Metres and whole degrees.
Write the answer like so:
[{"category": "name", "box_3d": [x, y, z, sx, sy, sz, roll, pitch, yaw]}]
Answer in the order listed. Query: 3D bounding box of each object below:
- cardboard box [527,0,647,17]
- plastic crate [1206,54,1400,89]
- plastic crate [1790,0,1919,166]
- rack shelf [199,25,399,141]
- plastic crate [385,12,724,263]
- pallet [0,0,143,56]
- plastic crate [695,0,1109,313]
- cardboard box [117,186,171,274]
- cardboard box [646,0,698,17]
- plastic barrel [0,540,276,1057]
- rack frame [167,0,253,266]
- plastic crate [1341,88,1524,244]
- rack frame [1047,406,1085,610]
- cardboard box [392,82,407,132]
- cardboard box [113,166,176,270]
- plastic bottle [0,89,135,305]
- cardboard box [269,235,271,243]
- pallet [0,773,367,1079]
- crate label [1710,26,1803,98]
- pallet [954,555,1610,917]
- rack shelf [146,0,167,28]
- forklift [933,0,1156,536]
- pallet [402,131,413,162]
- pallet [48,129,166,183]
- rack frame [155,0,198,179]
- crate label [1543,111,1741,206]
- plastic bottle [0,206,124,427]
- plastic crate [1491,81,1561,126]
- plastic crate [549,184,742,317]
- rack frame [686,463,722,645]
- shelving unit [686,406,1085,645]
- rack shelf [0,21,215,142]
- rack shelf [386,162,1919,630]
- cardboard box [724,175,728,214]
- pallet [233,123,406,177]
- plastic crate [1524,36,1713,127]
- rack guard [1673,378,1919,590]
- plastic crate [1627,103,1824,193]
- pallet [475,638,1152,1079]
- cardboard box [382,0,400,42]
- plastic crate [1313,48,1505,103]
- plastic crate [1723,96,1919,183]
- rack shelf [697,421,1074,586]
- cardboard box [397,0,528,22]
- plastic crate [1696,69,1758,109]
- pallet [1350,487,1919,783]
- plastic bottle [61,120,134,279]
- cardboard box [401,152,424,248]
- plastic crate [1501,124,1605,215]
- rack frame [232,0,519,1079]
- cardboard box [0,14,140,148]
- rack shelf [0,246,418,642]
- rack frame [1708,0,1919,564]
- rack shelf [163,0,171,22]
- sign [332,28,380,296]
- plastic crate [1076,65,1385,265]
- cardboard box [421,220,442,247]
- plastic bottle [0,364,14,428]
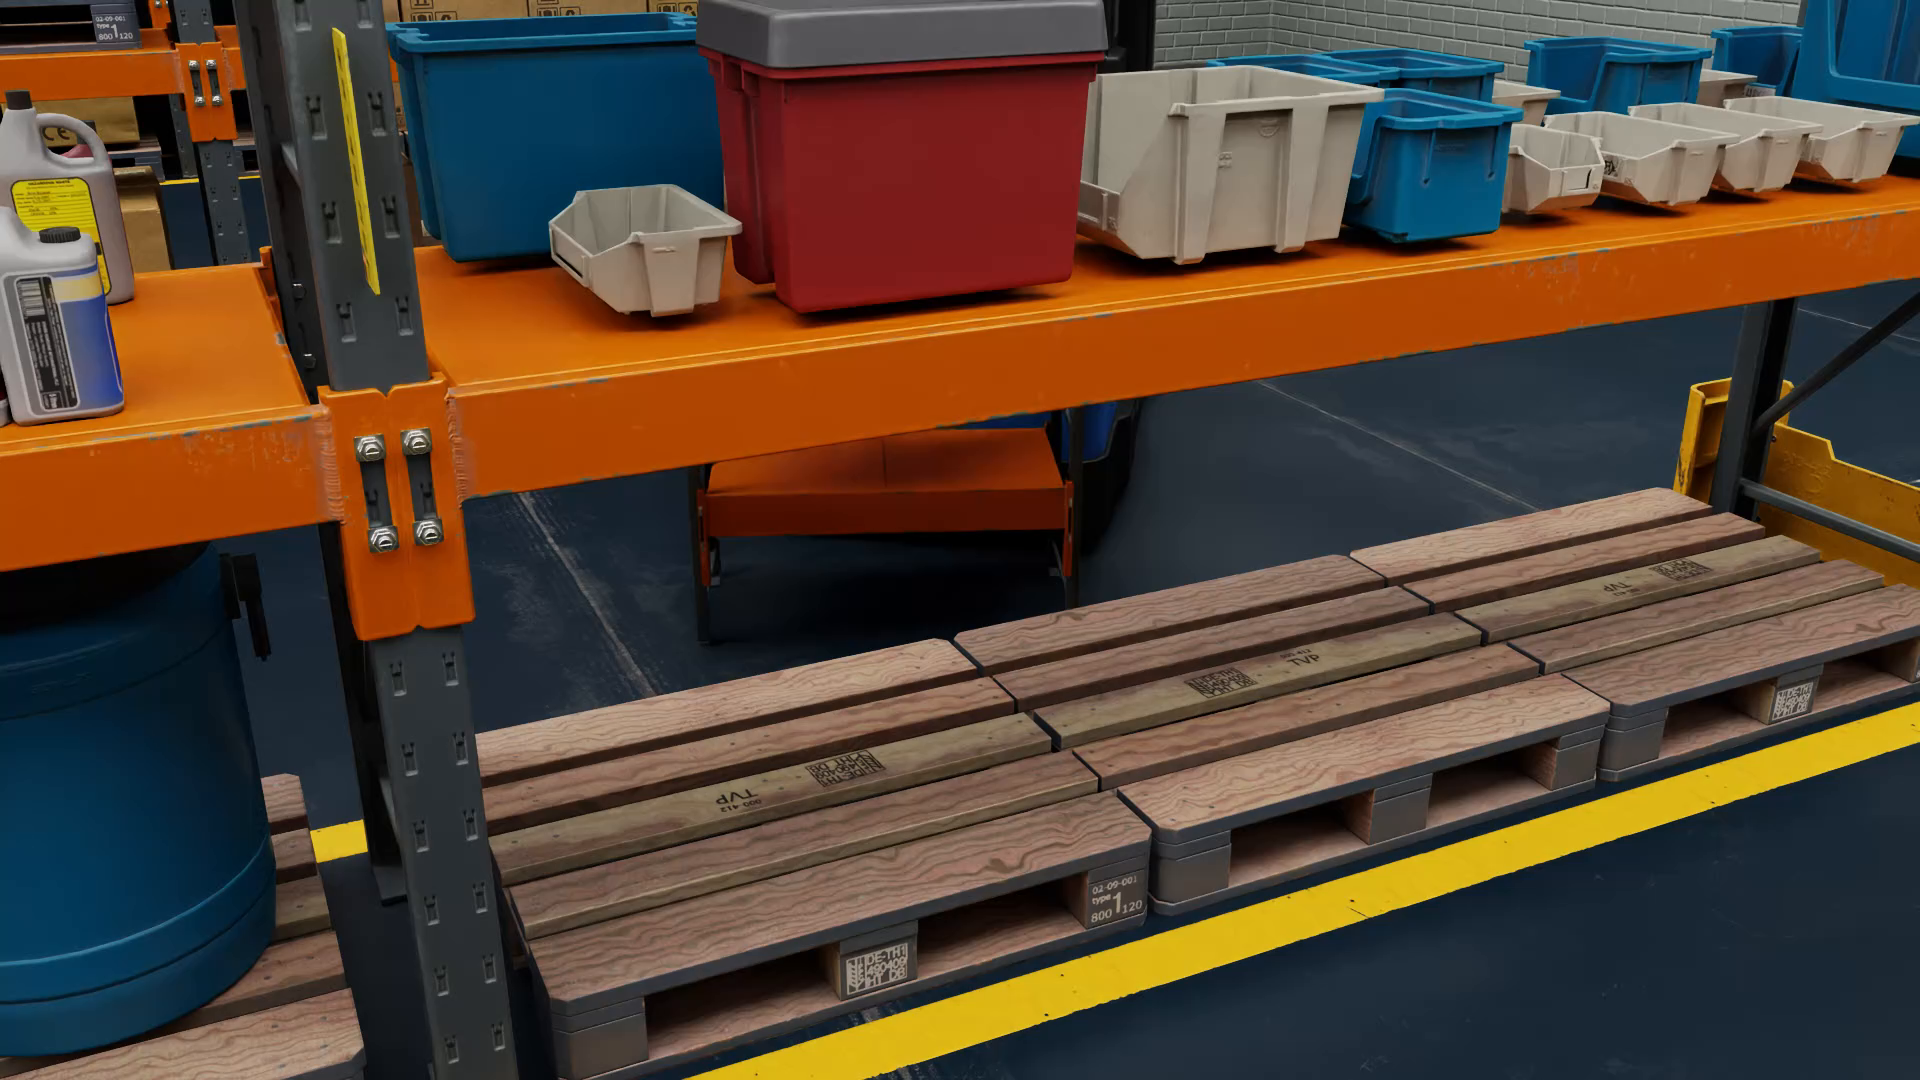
[{"category": "cardboard box", "box_3d": [-1.668, -2.459, 7.137, 0.500, 0.500, 0.500, -11, 25, -24]}, {"category": "plastic crate", "box_3d": [0.770, -0.964, 3.797, 0.300, 0.233, 0.416, -10, 25, -24]}, {"category": "plastic crate", "box_3d": [2.371, -1.133, 3.942, 0.499, 0.435, 0.616, -10, 25, -24]}, {"category": "rack shelf", "box_3d": [-1.355, -2.253, 7.711, 4.000, 0.370, 1.077, -10, 25, -24]}, {"category": "plastic crate", "box_3d": [-0.740, -0.761, 3.109, 0.575, 0.384, 0.392, -10, 25, -24]}, {"category": "pallet", "box_3d": [-3.925, -2.070, 6.579, 1.213, 0.211, 1.003, -10, 25, -24]}, {"category": "plastic crate", "box_3d": [-0.099, -0.665, 2.772, 0.583, 0.464, 0.402, -10, 25, -24]}, {"category": "cardboard box", "box_3d": [-3.478, -1.121, 6.730, 0.500, 0.500, 0.500, -11, 25, -24]}, {"category": "cardboard box", "box_3d": [-1.210, -2.543, 7.342, 0.500, 0.500, 0.500, -11, 25, -24]}, {"category": "plastic barrel", "box_3d": [-1.510, 0.314, 2.764, 0.708, 0.901, 0.600, -10, 25, -24]}, {"category": "rack frame", "box_3d": [-3.157, -2.254, 6.772, 0.127, 3.000, 1.000, -10, 25, -24]}, {"category": "plastic crate", "box_3d": [0.853, -0.731, 3.234, 0.300, 0.233, 0.416, -10, 25, -24]}, {"category": "rack frame", "box_3d": [0.296, -0.352, 4.629, 0.032, 1.125, 0.500, -1, 23, -3]}, {"category": "cardboard box", "box_3d": [-4.137, -3.170, 11.705, 0.500, 0.500, 0.700, -11, 25, -24]}, {"category": "cardboard box", "box_3d": [-3.699, -1.306, 7.175, 0.500, 0.500, 0.500, -12, 25, -26]}, {"category": "plastic bottle", "box_3d": [-1.506, -0.570, 2.769, 0.185, 0.351, 0.144, -10, 25, -24]}, {"category": "cardboard box", "box_3d": [-2.685, -1.210, 7.190, 0.500, 0.311, 0.500, -10, 25, -24]}, {"category": "pallet", "box_3d": [-1.726, 0.856, 2.906, 1.213, 0.211, 1.003, -10, 25, -24]}, {"category": "crate label", "box_3d": [2.227, -1.232, 4.445, 0.303, 0.233, 0.416, -10, 25, -24]}, {"category": "pallet", "box_3d": [0.734, 0.403, 4.000, 1.213, 0.211, 1.003, -10, 25, -24]}, {"category": "rack shelf", "box_3d": [-7.111, -3.296, 10.231, 4.000, 0.370, 1.077, -10, 25, -24]}, {"category": "forklift", "box_3d": [0.175, -1.896, 5.999, 1.130, 2.935, 3.031, 4, 23, 9]}, {"category": "pallet", "box_3d": [-3.489, -2.975, 12.160, 1.213, 0.211, 1.003, -10, 25, -24]}, {"category": "pallet", "box_3d": [-5.972, -2.518, 11.056, 1.213, 0.211, 1.003, -10, 25, -24]}, {"category": "rack frame", "box_3d": [-5.309, -3.960, 10.895, 0.127, 3.000, 1.000, -10, 25, -24]}, {"category": "crate label", "box_3d": [1.428, -0.820, 3.575, 0.243, 0.136, 0.396, -10, 25, -24]}, {"category": "plastic bottle", "box_3d": [-1.227, -0.312, 2.243, 0.135, 0.276, 0.152, -10, 25, -24]}, {"category": "plastic crate", "box_3d": [1.291, -1.051, 4.132, 0.298, 0.136, 0.250, -10, 25, -24]}, {"category": "plastic crate", "box_3d": [-0.531, -0.480, 2.753, 0.243, 0.136, 0.396, -10, 25, -24]}, {"category": "rack frame", "box_3d": [-0.718, -0.327, 4.569, 0.032, 1.125, 0.500, -1, 23, -3]}, {"category": "shelving unit", "box_3d": [-0.211, -0.339, 4.599, 1.048, 1.125, 0.538, -1, 23, -3]}, {"category": "rack shelf", "box_3d": [-4.959, -1.589, 6.108, 4.000, 0.370, 1.077, -10, 25, -24]}, {"category": "rack shelf", "box_3d": [0.790, -0.545, 3.586, 4.000, 0.370, 1.077, -10, 25, -24]}, {"category": "cardboard box", "box_3d": [-1.467, -1.617, 7.923, 0.637, 0.503, 0.797, -10, 25, -24]}, {"category": "pallet", "box_3d": [-4.590, -2.771, 11.668, 1.213, 0.211, 1.003, -10, 25, -24]}, {"category": "plastic crate", "box_3d": [1.634, -1.123, 4.182, 0.300, 0.233, 0.416, -10, 25, -24]}, {"category": "rack guard", "box_3d": [2.608, -0.063, 4.748, 0.348, 0.500, 1.175, -10, 25, -24]}, {"category": "plastic crate", "box_3d": [1.668, -0.874, 3.707, 0.243, 0.136, 0.396, -10, 25, -24]}, {"category": "pallet", "box_3d": [-0.367, 0.607, 3.507, 1.213, 0.211, 1.003, -10, 25, -24]}, {"category": "cardboard box", "box_3d": [-2.580, -2.290, 6.730, 0.500, 0.500, 0.500, -10, 24, -22]}, {"category": "plastic crate", "box_3d": [1.040, -1.014, 3.918, 0.300, 0.233, 0.416, -10, 25, -24]}, {"category": "plastic crate", "box_3d": [1.936, -0.918, 3.811, 0.243, 0.136, 0.396, -10, 25, -24]}, {"category": "rack shelf", "box_3d": [-0.211, -0.114, 4.693, 1.000, 0.278, 0.538, -1, 23, -3]}, {"category": "cardboard box", "box_3d": [-2.120, -2.376, 6.938, 0.500, 0.500, 0.500, -10, 24, -23]}, {"category": "plastic crate", "box_3d": [1.902, -1.163, 4.404, 0.298, 0.136, 0.250, -10, 25, -24]}, {"category": "pallet", "box_3d": [1.832, 0.203, 4.485, 1.213, 0.211, 1.003, -10, 25, -24]}, {"category": "plastic bottle", "box_3d": [-1.528, -0.578, 2.877, 0.133, 0.283, 0.061, -10, 25, -24]}, {"category": "cardboard box", "box_3d": [-2.767, -1.494, 7.631, 0.500, 0.500, 0.500, -10, 25, -24]}, {"category": "plastic crate", "box_3d": [1.169, -0.764, 3.441, 0.250, 0.136, 0.298, -10, 25, -24]}, {"category": "rack frame", "box_3d": [-1.012, -0.546, 2.647, 0.127, 3.000, 1.000, -10, 25, -24]}, {"category": "cardboard box", "box_3d": [-5.838, -3.008, 10.857, 0.750, 0.750, 0.750, -10, 25, -23]}, {"category": "rack shelf", "box_3d": [-2.814, 0.118, 1.983, 4.000, 0.370, 1.077, -10, 25, -24]}, {"category": "rack frame", "box_3d": [2.592, -1.209, 4.250, 0.127, 3.000, 1.000, -10, 25, -24]}, {"category": "rack shelf", "box_3d": [-3.507, -3.959, 11.834, 4.000, 0.370, 1.077, -10, 25, -24]}, {"category": "sign", "box_3d": [-0.775, -0.484, 2.135, 0.005, 0.325, 0.100, -10, 25, -24]}, {"category": "plastic crate", "box_3d": [0.444, -0.709, 3.116, 0.530, 0.282, 0.437, -10, 25, -24]}, {"category": "cardboard box", "box_3d": [-2.455, -1.415, 7.898, 0.250, 0.149, 0.380, -10, 25, -24]}, {"category": "plastic bottle", "box_3d": [-1.320, -0.249, 2.188, 0.097, 0.201, 0.097, 0, 22, 0]}]
